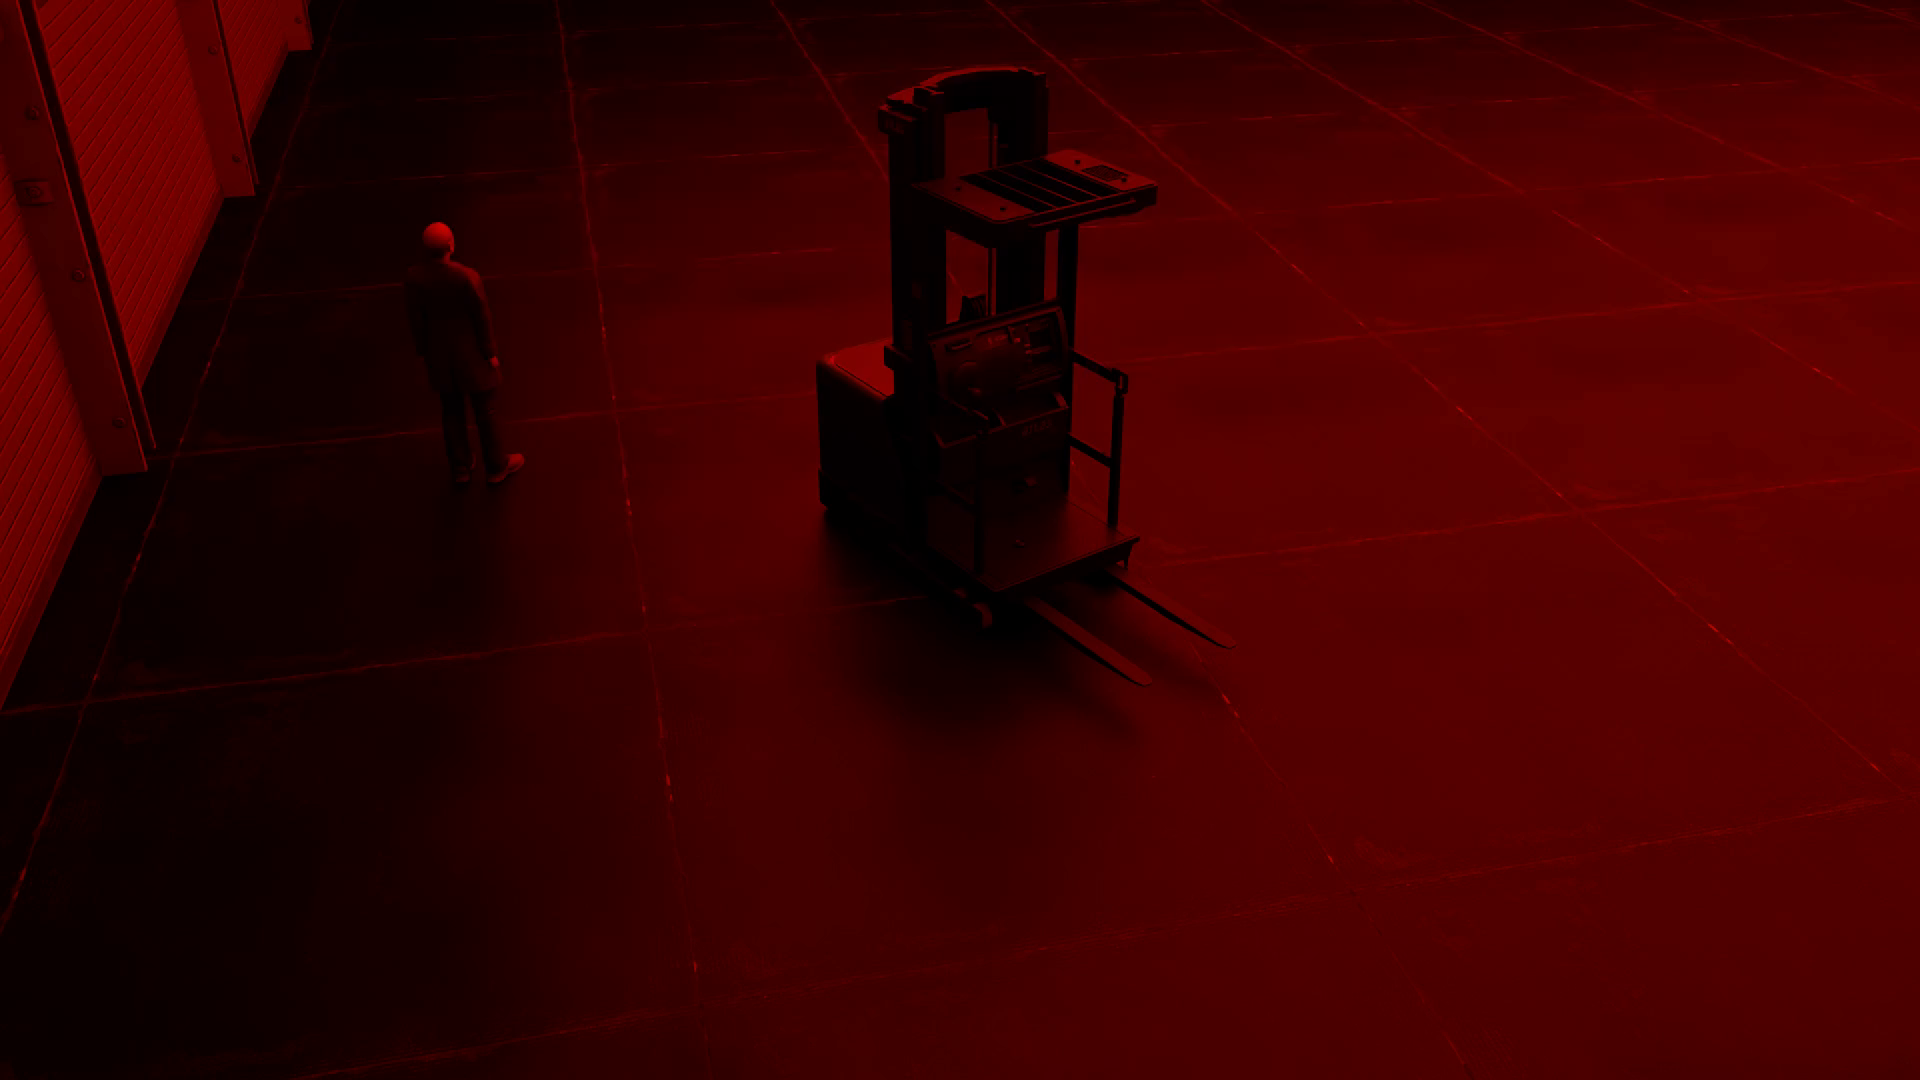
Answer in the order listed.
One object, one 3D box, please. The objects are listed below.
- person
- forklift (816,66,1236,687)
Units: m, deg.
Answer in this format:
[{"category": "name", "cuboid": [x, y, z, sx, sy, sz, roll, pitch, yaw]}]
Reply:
[{"category": "person", "cuboid": [-3.257, -1.228, 10.843, 0.547, 1.782, 0.392, 3, 30, 5]}, {"category": "forklift", "cuboid": [0.355, -1.021, 9.338, 1.130, 2.935, 3.031, -20, 35, -30]}]
